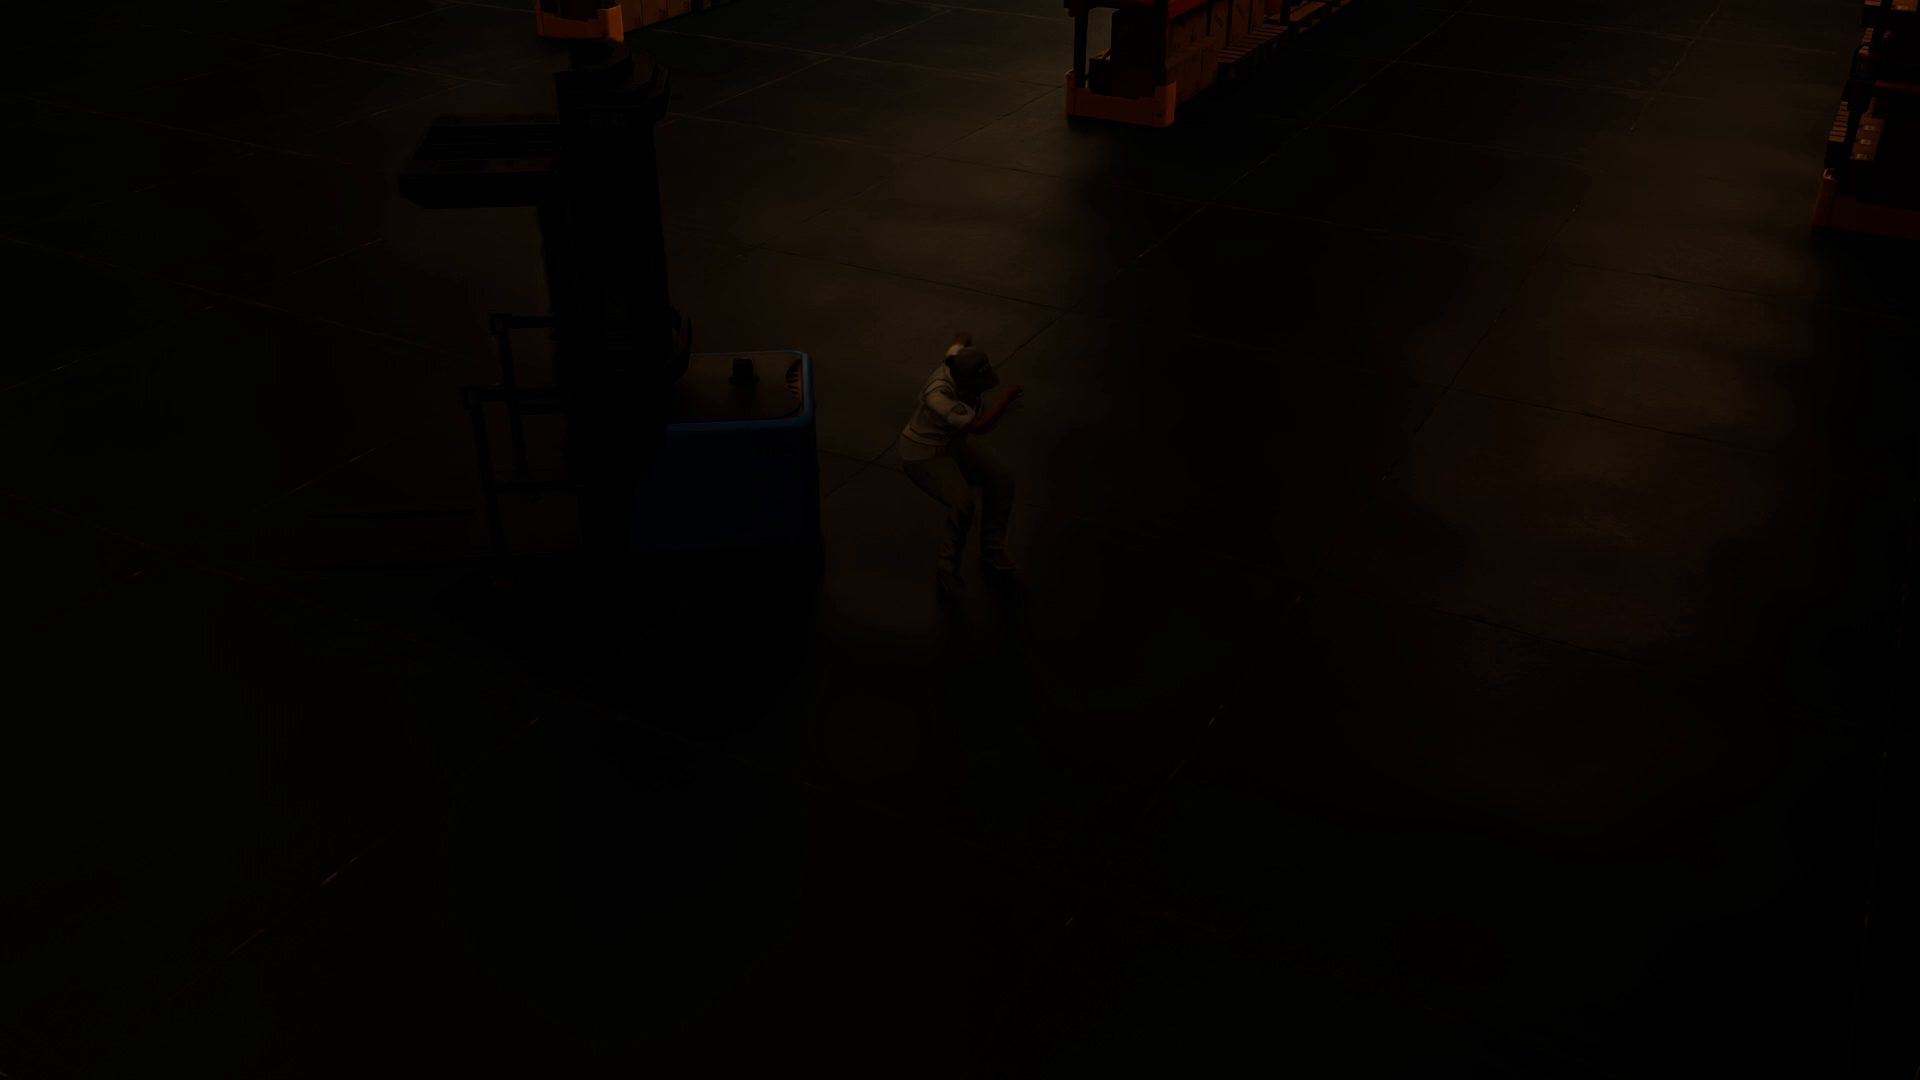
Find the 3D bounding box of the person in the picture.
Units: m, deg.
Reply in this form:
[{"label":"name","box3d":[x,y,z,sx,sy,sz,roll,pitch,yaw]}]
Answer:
[{"label":"person","box3d":[0.087,-0.494,9.701,0.796,1.232,1.240,14,33,23]}]

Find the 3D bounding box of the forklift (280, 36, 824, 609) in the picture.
[{"label":"forklift","box3d":[-2.327,-1.159,9.079,3.031,2.935,1.130,-3,30,-5]}]
